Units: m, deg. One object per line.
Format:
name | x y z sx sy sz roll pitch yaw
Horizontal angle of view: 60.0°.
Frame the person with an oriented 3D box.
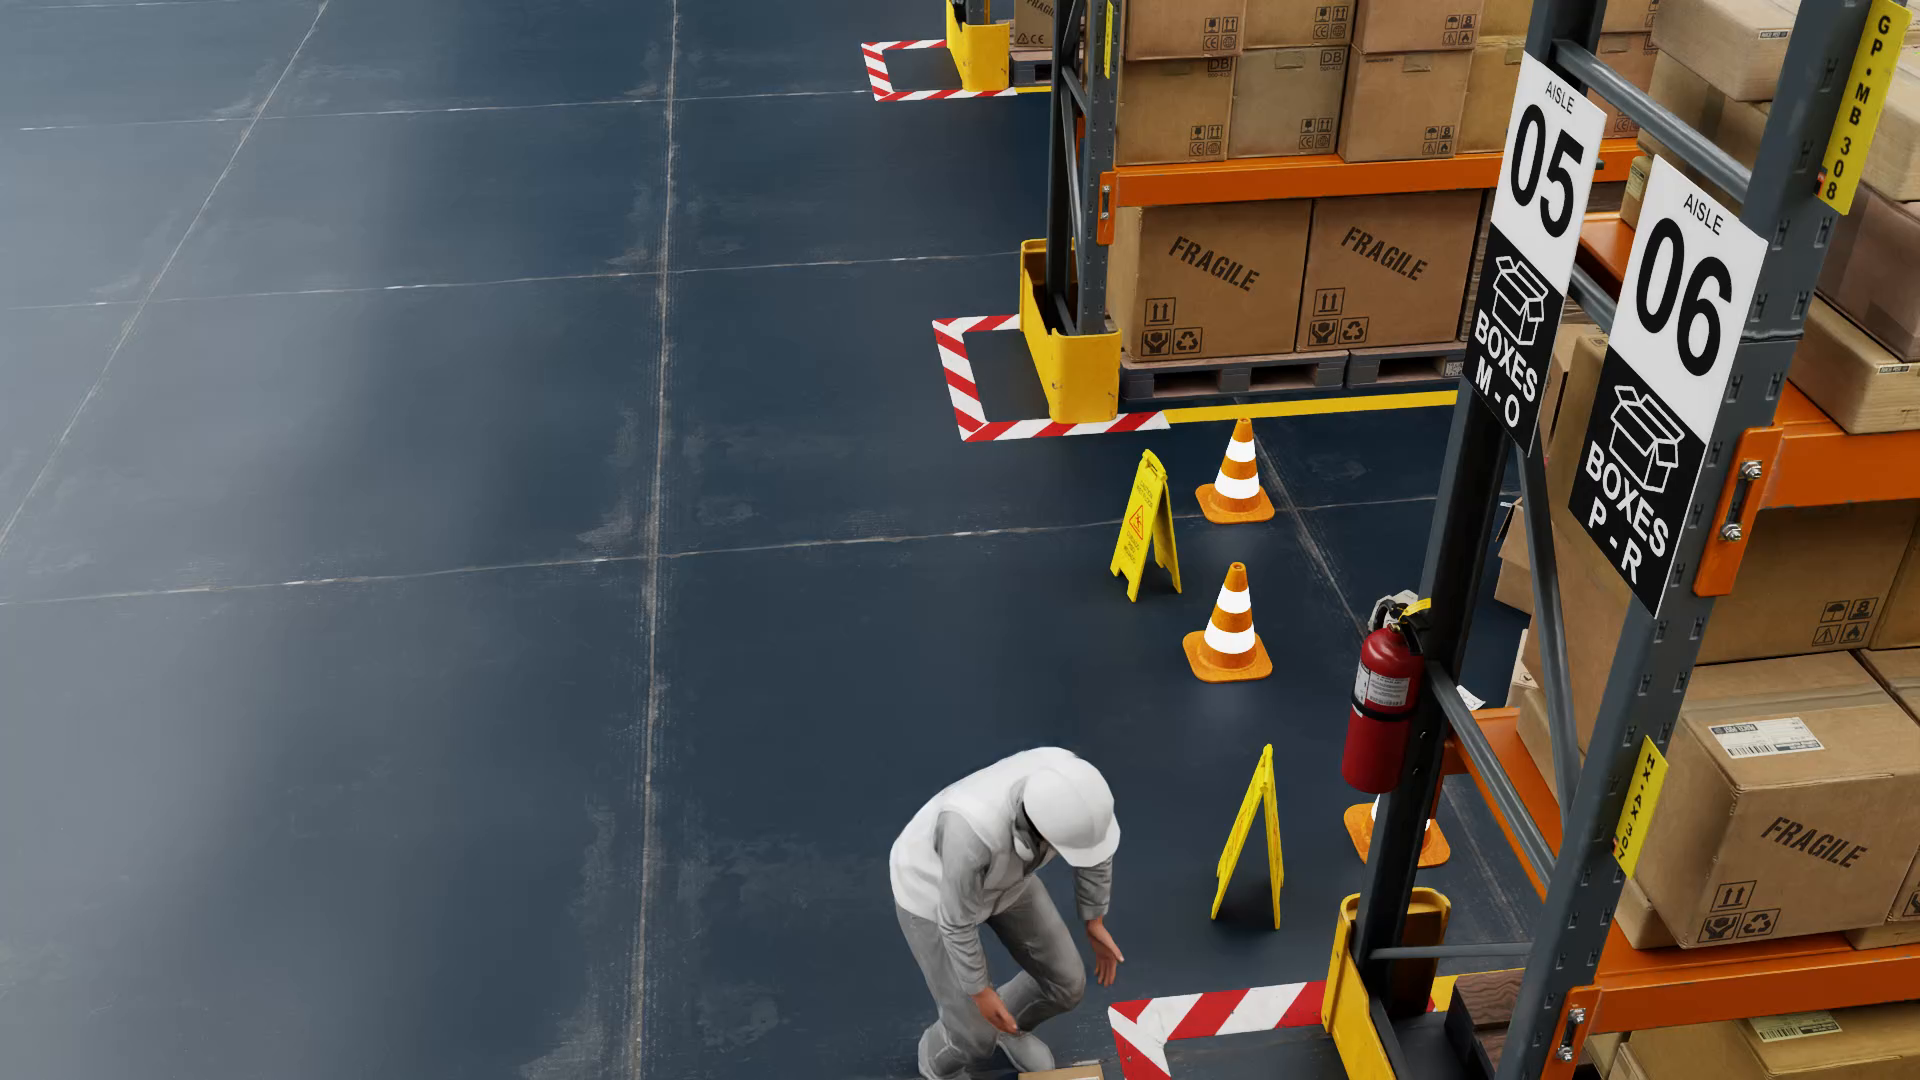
person | 0.147 1.079 4.820 0.591 1.478 0.734 -21 40 -28
